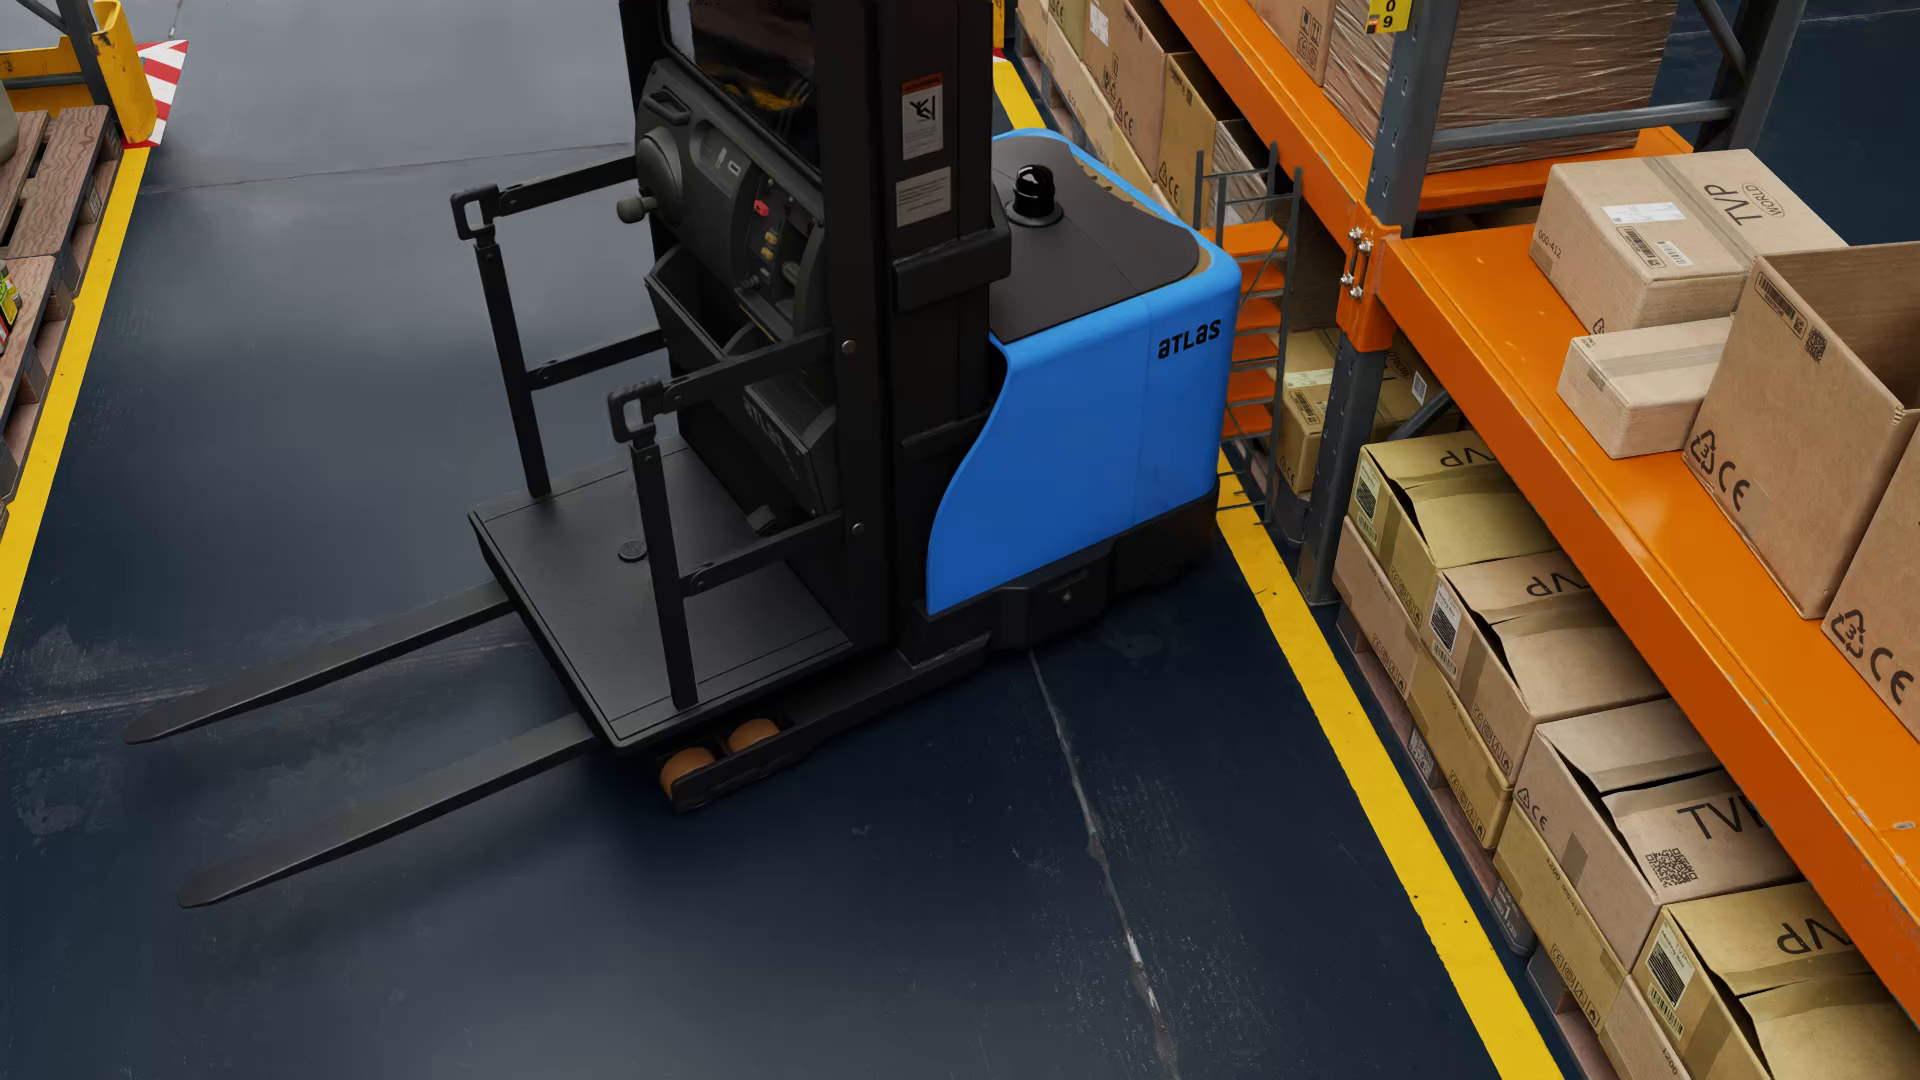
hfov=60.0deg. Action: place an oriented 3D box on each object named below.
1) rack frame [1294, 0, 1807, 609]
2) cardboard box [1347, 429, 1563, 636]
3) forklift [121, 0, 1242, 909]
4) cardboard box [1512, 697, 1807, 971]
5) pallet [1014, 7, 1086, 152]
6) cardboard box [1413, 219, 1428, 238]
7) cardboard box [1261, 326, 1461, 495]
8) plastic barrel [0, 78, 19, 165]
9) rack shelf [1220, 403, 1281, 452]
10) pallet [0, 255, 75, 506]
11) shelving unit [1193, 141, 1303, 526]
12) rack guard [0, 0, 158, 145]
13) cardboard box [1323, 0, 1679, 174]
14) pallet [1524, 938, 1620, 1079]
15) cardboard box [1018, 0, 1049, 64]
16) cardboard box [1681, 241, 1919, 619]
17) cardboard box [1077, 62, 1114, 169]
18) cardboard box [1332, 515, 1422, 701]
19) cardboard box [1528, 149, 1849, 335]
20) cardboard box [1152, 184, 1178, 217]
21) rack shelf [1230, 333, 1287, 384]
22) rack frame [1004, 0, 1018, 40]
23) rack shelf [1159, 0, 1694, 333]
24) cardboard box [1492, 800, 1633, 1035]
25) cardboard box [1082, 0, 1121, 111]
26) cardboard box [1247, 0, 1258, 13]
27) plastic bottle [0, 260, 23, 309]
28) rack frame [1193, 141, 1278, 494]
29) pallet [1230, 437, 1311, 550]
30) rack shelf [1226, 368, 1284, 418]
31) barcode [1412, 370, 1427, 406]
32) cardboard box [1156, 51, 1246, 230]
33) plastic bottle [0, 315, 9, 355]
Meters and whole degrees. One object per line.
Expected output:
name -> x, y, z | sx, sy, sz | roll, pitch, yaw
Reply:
rack frame -> 1.527, -1.025, 4.145 | 1.000, 3.000, 0.127 | -8, 42, -9
cardboard box -> 1.373, -0.060, 4.390 | 0.500, 0.311, 0.500 | -8, 42, -9
forklift -> -0.740, -0.782, 3.923 | 3.031, 2.935, 1.130 | -23, 46, -24
cardboard box -> 1.589, 0.601, 3.646 | 0.500, 0.311, 0.500 | -10, 43, -11
pallet -> 0.870, -2.085, 7.440 | 1.003, 0.211, 1.213 | -8, 42, -9
cardboard box -> 1.617, -1.103, 5.423 | 0.500, 0.500, 0.500 | -8, 42, -9
cardboard box -> 1.214, -0.423, 5.222 | 0.500, 0.250, 0.500 | -8, 42, -9
plastic barrel -> -3.957, -1.721, 6.487 | 0.421, 0.512, 0.421 | 0, 42, 0
rack shelf -> 0.835, -0.344, 5.146 | 0.258, 0.103, 0.180 | -9, 36, -9
pallet -> -3.681, -0.508, 5.664 | 1.003, 0.211, 1.213 | -8, 42, -9
shelving unit -> 0.825, -0.575, 4.980 | 0.258, 1.200, 0.189 | -9, 36, -9
rack guard -> -4.111, -1.933, 7.051 | 1.175, 0.500, 0.348 | -8, 42, -9
cardboard box -> 1.425, -1.349, 4.435 | 0.700, 0.500, 0.500 | -9, 42, -10
pallet -> 1.991, 1.282, 3.646 | 1.003, 0.211, 1.213 | -8, 42, -9
cardboard box -> 0.562, -2.367, 7.412 | 0.500, 0.250, 0.500 | -8, 42, -9
cardboard box -> 1.791, -0.221, 3.164 | 0.500, 0.500, 0.500 | -6, 42, -6
cardboard box -> 0.781, -1.719, 6.682 | 0.500, 0.250, 0.500 | -8, 42, -9
cardboard box -> 1.372, 0.143, 4.584 | 0.500, 0.250, 0.500 | -9, 42, -10
cardboard box -> 1.676, -0.656, 3.842 | 0.500, 0.250, 0.500 | -6, 42, -7
cardboard box -> 0.993, -1.070, 5.951 | 0.500, 0.250, 0.500 | -8, 42, -9
rack shelf -> 0.827, -0.539, 5.006 | 0.258, 0.103, 0.180 | -9, 36, -9
rack frame -> 0.664, -3.618, 7.066 | 1.000, 3.000, 0.127 | -8, 42, -9
rack shelf -> 1.095, -2.052, 5.844 | 1.077, 0.370, 4.000 | -8, 42, -9
cardboard box -> 1.596, 0.810, 3.833 | 0.500, 0.250, 0.500 | -10, 42, -11
cardboard box -> 0.792, -2.001, 6.435 | 0.500, 0.500, 0.500 | -8, 42, -9
cardboard box -> 1.200, -2.016, 5.186 | 0.700, 0.500, 0.500 | -8, 42, -9
plastic bottle -> -3.349, -0.901, 5.782 | 0.097, 0.201, 0.097 | 0, 42, 0
rack frame -> 0.805, -0.627, 5.053 | 0.240, 1.200, 0.006 | -9, 36, -9
pallet -> 1.396, -0.504, 5.658 | 1.003, 0.211, 1.213 | -8, 42, -9
rack shelf -> 0.831, -0.442, 5.076 | 0.258, 0.103, 0.180 | -9, 36, -9
barcode -> 1.176, -0.389, 4.257 | 0.001, 0.075, 0.075 | -8, 42, -9
cardboard box -> 1.005, -1.353, 5.704 | 0.500, 0.500, 0.500 | -8, 42, -9
plastic bottle -> -3.322, -0.761, 5.569 | 0.152, 0.276, 0.135 | -8, 42, -9
